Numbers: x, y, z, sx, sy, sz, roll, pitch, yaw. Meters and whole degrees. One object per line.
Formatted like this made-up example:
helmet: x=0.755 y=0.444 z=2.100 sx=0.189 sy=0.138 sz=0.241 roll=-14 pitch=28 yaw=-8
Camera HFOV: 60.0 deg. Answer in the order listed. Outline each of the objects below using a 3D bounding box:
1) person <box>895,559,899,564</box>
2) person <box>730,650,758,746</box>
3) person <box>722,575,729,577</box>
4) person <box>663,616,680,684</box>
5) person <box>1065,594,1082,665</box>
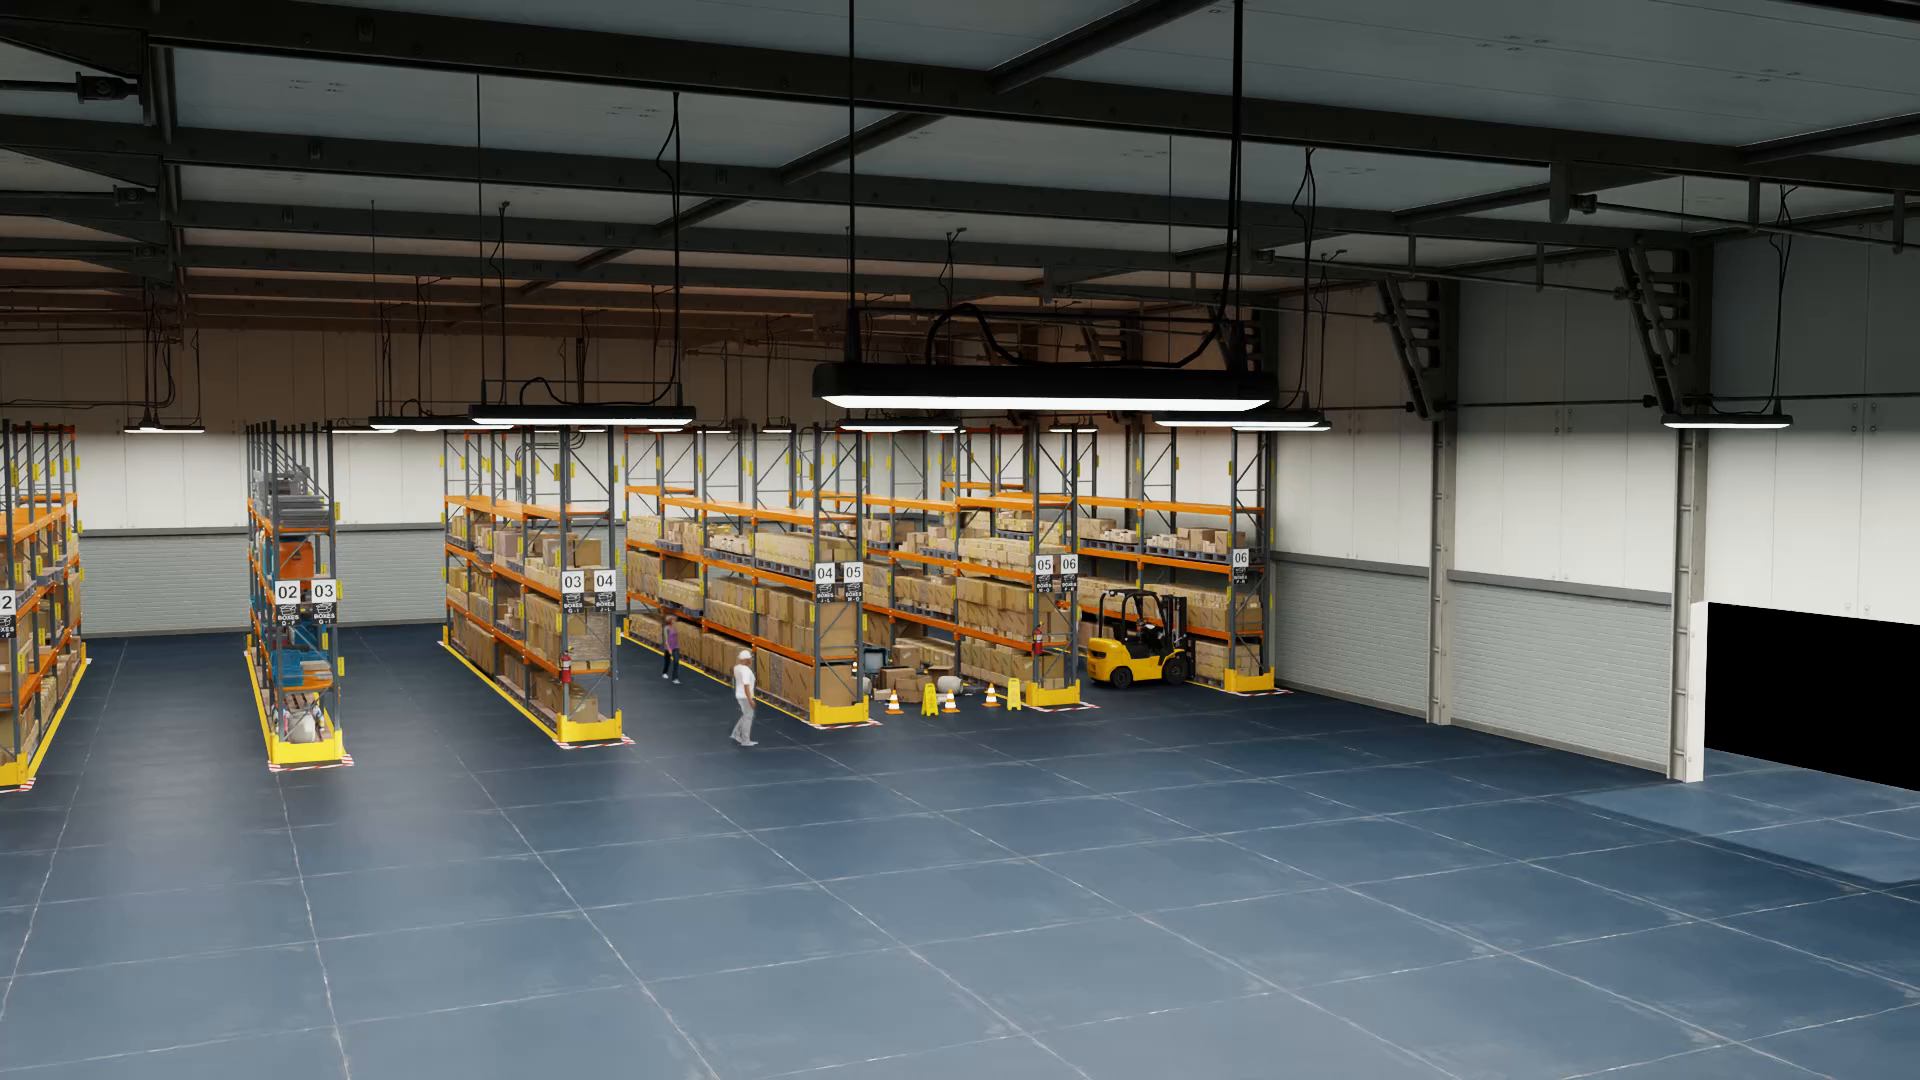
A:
person: x=-2.011 y=1.490 z=53.449 sx=0.612 sy=1.722 sz=1.104 roll=-1 pitch=4 yaw=-10
person: x=-3.996 y=2.923 z=30.802 sx=0.492 sy=1.765 sz=0.639 roll=-1 pitch=4 yaw=-12
person: x=-6.815 y=1.859 z=48.361 sx=0.552 sy=1.692 sz=0.334 roll=2 pitch=4 yaw=33
person: x=-6.720 y=2.526 z=38.601 sx=0.392 sy=1.552 sz=0.823 roll=-2 pitch=4 yaw=-26
person: x=2.741 y=2.254 z=41.382 sx=0.577 sy=1.816 sz=0.679 roll=-2 pitch=4 yaw=-34
